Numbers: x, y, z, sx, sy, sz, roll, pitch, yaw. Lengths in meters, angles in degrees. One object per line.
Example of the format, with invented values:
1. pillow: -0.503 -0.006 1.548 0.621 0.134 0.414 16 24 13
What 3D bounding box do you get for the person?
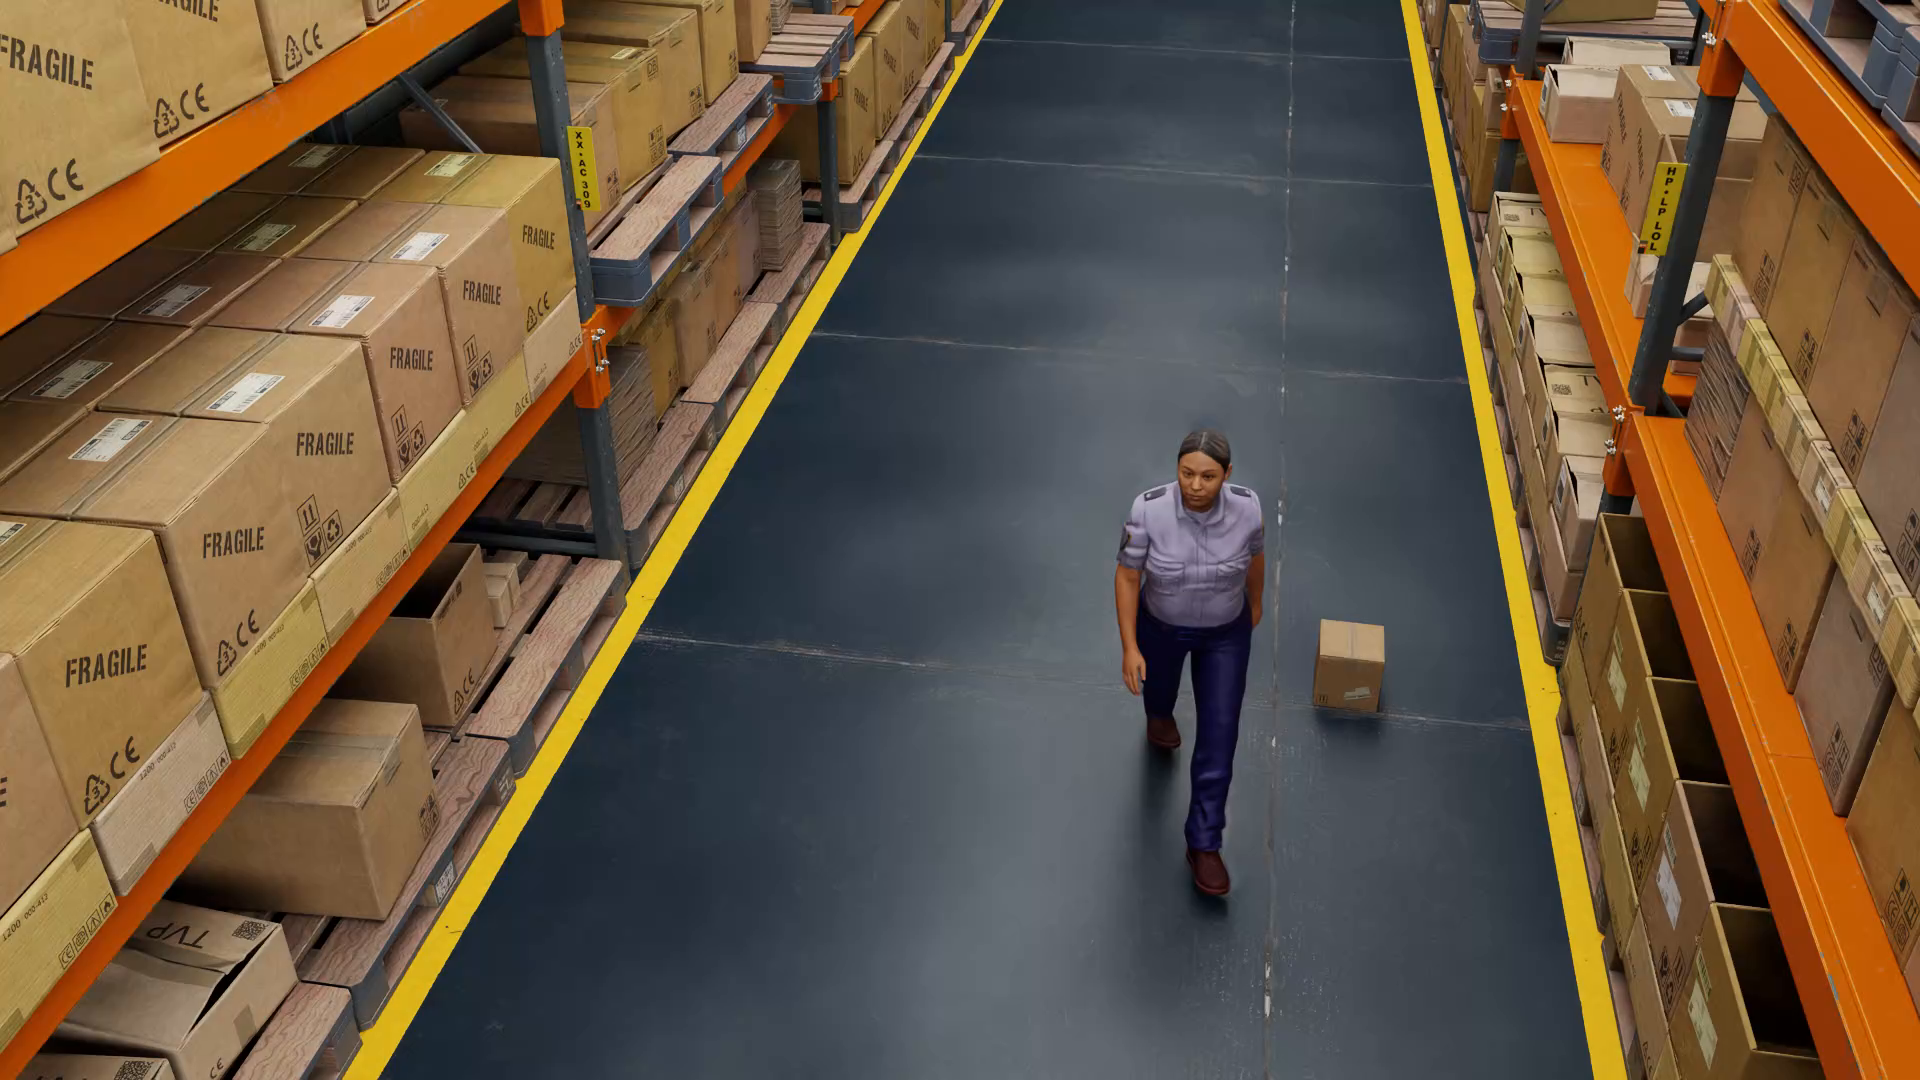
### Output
1. person: 0.780 0.298 5.693 0.513 1.573 1.073 5 33 8
